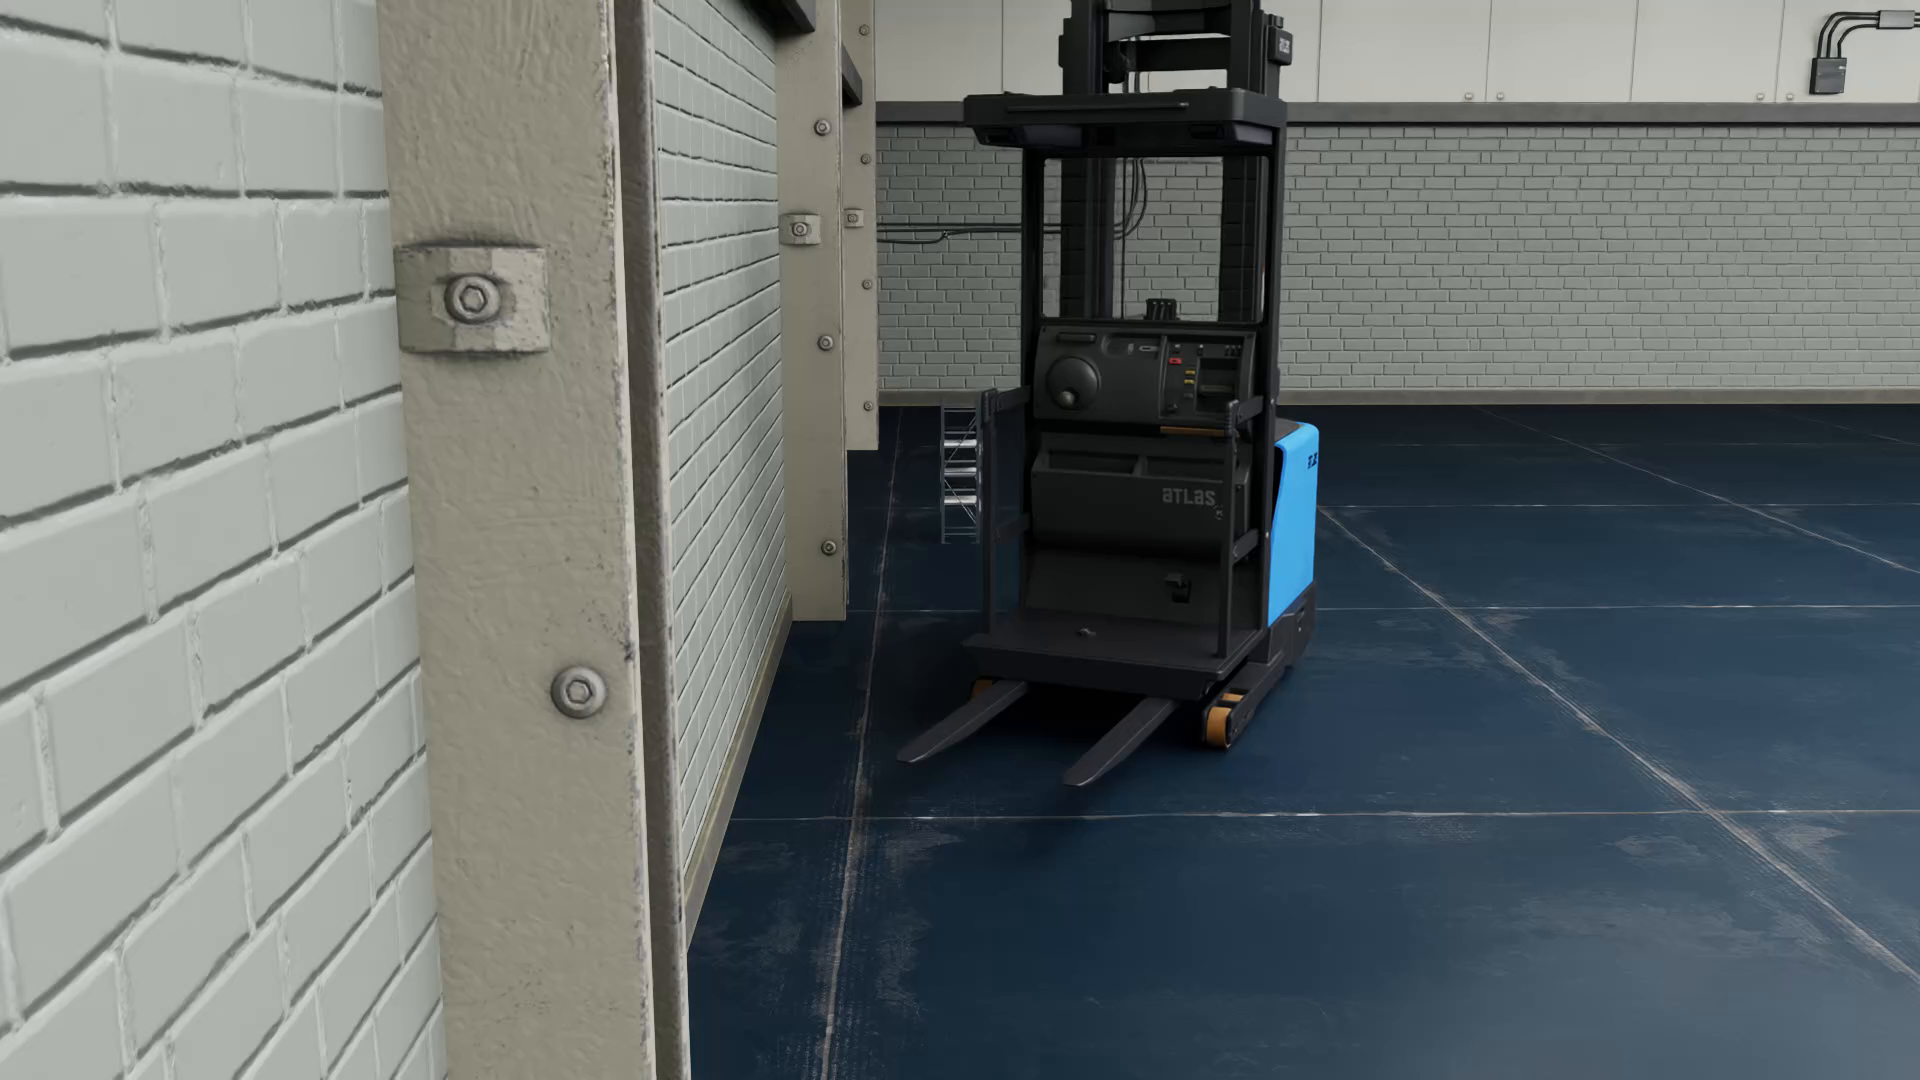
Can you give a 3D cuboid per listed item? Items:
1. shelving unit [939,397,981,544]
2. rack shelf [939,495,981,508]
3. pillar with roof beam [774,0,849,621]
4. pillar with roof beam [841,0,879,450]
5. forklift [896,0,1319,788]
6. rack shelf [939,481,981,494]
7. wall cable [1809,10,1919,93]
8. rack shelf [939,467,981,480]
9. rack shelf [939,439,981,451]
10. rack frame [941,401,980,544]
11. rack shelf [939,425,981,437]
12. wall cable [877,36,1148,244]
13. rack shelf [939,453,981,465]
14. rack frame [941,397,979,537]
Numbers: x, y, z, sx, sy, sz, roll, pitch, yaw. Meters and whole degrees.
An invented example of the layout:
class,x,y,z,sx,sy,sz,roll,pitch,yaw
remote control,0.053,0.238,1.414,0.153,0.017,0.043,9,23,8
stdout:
class,x,y,z,sx,sy,sz,roll,pitch,yaw
shelving unit,0.000,-0.439,10.462,0.258,0.900,0.210,0,11,-1
rack shelf,0.000,-0.230,10.504,0.258,0.077,0.200,0,11,-1
pillar with roof beam,3.558,-4.054,7.911,9.100,9.000,0.400,0,11,-1
pillar with roof beam,3.434,-5.247,13.790,9.100,9.000,0.400,0,11,-1
forklift,0.677,-0.713,6.704,1.130,2.935,3.031,5,12,23
rack shelf,0.000,-0.319,10.486,0.258,0.077,0.200,0,11,-1
wall cable,9.883,-7.523,16.455,2.305,6.003,0.169,0,11,-1
rack shelf,0.000,-0.407,10.468,0.258,0.077,0.200,0,11,-1
rack shelf,0.000,-0.583,10.433,0.258,0.077,0.200,0,11,-1
rack frame,0.002,-0.419,10.362,0.240,0.900,0.006,0,11,-1
rack shelf,0.000,-0.671,10.415,0.258,0.077,0.200,0,11,-1
wall cable,0.391,-4.299,16.925,3.097,2.526,0.112,0,11,-1
rack shelf,0.000,-0.495,10.450,0.258,0.077,0.200,0,11,-1
rack frame,-0.002,-0.460,10.561,0.240,0.900,0.006,0,11,-1
